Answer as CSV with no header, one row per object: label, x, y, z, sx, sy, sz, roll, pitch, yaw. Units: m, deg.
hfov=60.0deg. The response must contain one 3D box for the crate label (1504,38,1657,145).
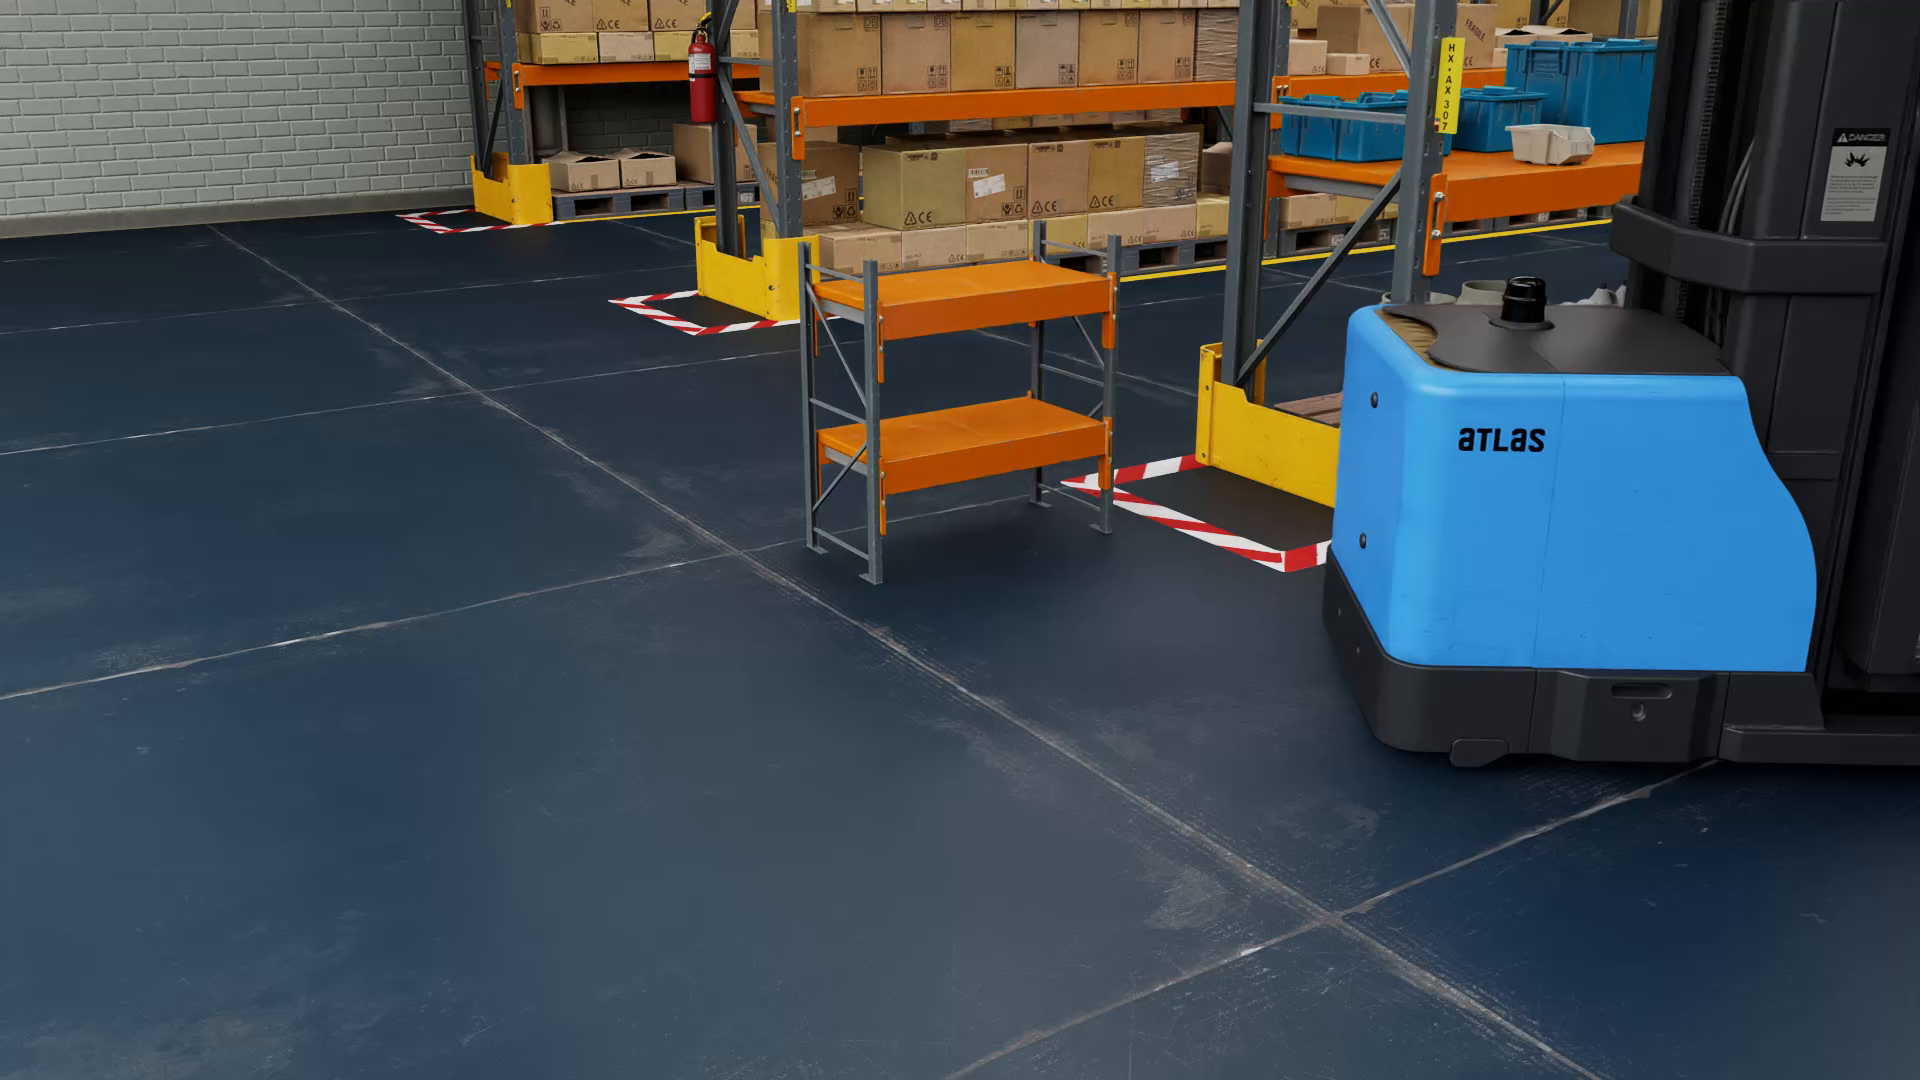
crate label,2.821,-2.037,7.532,0.616,0.435,0.502,-12,22,-31

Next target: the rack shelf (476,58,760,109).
rack shelf,-2.346,-4.285,15.361,4.000,0.370,1.077,-12,22,-31

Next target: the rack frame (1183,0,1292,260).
rack frame,2.052,-3.654,12.370,0.127,3.000,1.000,-12,22,-31

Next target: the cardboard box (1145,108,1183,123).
cardboard box,2.092,-4.567,18.285,0.500,0.500,0.700,-12,22,-31

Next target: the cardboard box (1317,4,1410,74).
cardboard box,3.142,-3.925,13.016,0.500,0.500,0.500,-10,21,-28

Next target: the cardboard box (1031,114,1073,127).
cardboard box,0.782,-4.320,17.557,0.500,0.500,0.700,-12,22,-31

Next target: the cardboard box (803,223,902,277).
cardboard box,-0.719,-1.881,10.763,0.500,0.250,0.500,-12,22,-31

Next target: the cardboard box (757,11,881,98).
cardboard box,-0.892,-3.076,10.503,0.500,0.500,0.700,-12,22,-31

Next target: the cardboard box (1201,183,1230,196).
cardboard box,2.239,-2.701,13.189,0.500,0.250,0.500,-12,22,-32

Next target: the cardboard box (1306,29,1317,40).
cardboard box,3.905,-5.761,18.963,0.250,0.149,0.380,-11,22,-30

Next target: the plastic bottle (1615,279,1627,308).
plastic bottle,3.358,-1.143,8.391,0.185,0.351,0.144,-12,22,-32

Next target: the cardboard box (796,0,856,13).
cardboard box,-0.843,-3.316,10.200,0.250,0.149,0.380,-12,22,-32

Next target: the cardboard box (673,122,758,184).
cardboard box,-2.273,-3.612,15.462,0.500,0.500,0.700,-14,23,-35

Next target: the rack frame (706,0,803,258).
rack frame,-1.289,-2.950,10.286,0.127,3.000,1.000,-12,22,-31

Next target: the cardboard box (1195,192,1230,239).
cardboard box,1.785,-2.410,12.329,0.500,0.250,0.500,-12,22,-31

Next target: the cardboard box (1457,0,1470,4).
cardboard box,5.759,-6.437,19.949,0.500,0.500,0.500,-12,22,-32

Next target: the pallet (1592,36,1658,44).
pallet,5.920,-4.406,14.894,1.003,0.211,1.213,-12,22,-31

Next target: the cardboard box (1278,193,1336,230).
cardboard box,2.525,-2.555,12.757,0.500,0.250,0.500,-13,22,-33

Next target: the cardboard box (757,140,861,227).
cardboard box,-1.005,-2.375,11.054,0.500,0.500,0.500,-12,22,-31

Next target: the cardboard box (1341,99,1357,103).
cardboard box,4.086,-5.111,19.379,0.750,0.750,0.750,-12,22,-32

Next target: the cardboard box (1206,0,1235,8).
cardboard box,1.735,-3.861,11.812,0.250,0.149,0.380,-12,22,-33

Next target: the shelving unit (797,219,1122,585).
shelving unit,0.006,-0.534,6.068,1.048,1.125,0.538,-12,22,-31

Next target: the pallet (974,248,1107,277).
pallet,0.345,-1.988,11.796,1.213,0.211,1.003,-12,22,-31

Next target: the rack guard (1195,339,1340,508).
rack guard,1.470,-0.466,6.842,0.348,0.500,1.175,-12,22,-31

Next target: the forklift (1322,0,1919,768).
forklift,2.643,-0.912,4.365,3.031,2.935,1.130,1,19,2

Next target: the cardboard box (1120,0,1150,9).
cardboard box,1.092,-3.725,11.410,0.250,0.149,0.380,-12,22,-32

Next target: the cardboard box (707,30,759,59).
cardboard box,-2.156,-4.485,15.031,0.500,0.250,0.500,-12,22,-31

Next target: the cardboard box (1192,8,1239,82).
cardboard box,1.685,-3.622,12.118,0.500,0.500,0.700,-13,22,-33

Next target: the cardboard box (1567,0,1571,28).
cardboard box,7.683,-6.879,21.440,0.700,0.700,0.980,-13,23,-34

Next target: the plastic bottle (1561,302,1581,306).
plastic bottle,2.951,-1.020,8.144,0.135,0.276,0.152,-12,22,-31

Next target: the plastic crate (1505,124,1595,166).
plastic crate,2.357,-1.571,6.619,0.250,0.136,0.298,-12,22,-31

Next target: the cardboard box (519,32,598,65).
cardboard box,-3.434,-4.213,14.227,0.500,0.250,0.500,-13,22,-33

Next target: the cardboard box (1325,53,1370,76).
cardboard box,2.904,-3.637,12.710,0.250,0.149,0.380,-12,22,-31

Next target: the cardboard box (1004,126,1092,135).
cardboard box,0.657,-2.732,12.108,0.500,0.500,0.500,-12,22,-31

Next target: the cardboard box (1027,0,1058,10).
cardboard box,0.442,-3.586,11.000,0.250,0.149,0.380,-12,22,-31

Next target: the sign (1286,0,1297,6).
sign,2.358,-3.954,11.780,0.005,0.325,0.100,-12,22,-31

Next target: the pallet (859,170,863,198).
pallet,-1.217,-3.530,16.356,1.213,0.211,1.003,-12,22,-31

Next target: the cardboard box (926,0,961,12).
cardboard box,-0.203,-3.450,10.599,0.250,0.149,0.380,-12,22,-32

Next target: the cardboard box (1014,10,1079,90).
cardboard box,0.400,-3.349,11.312,0.500,0.500,0.700,-11,22,-30

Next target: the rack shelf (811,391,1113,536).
rack shelf,0.006,-0.302,6.146,1.000,0.278,0.538,-12,22,-31

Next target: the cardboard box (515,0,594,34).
cardboard box,-3.452,-4.571,14.115,0.500,0.500,0.500,-12,22,-31

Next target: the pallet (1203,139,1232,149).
pallet,3.365,-4.481,19.169,1.213,0.211,1.003,-12,22,-31

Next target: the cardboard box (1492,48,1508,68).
cardboard box,4.359,-4.000,13.785,0.250,0.149,0.380,-10,21,-27

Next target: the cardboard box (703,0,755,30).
cardboard box,-2.175,-4.839,14.907,0.500,0.500,0.500,-11,22,-30

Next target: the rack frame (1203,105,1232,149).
rack frame,2.665,-5.683,18.372,0.127,3.000,1.000,-12,22,-31

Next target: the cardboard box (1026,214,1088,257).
cardboard box,0.535,-2.145,11.543,0.500,0.250,0.500,-12,22,-31

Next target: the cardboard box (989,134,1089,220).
cardboard box,0.536,-2.500,11.422,0.500,0.500,0.500,-12,22,-31

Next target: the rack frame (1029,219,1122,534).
rack frame,0.430,-0.624,6.333,0.032,1.125,0.500,-12,22,-31

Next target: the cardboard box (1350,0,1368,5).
cardboard box,4.500,-6.169,19.156,0.500,0.500,0.500,-11,22,-30

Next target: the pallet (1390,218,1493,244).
pallet,3.666,-2.690,13.871,1.213,0.211,1.003,-12,22,-31
